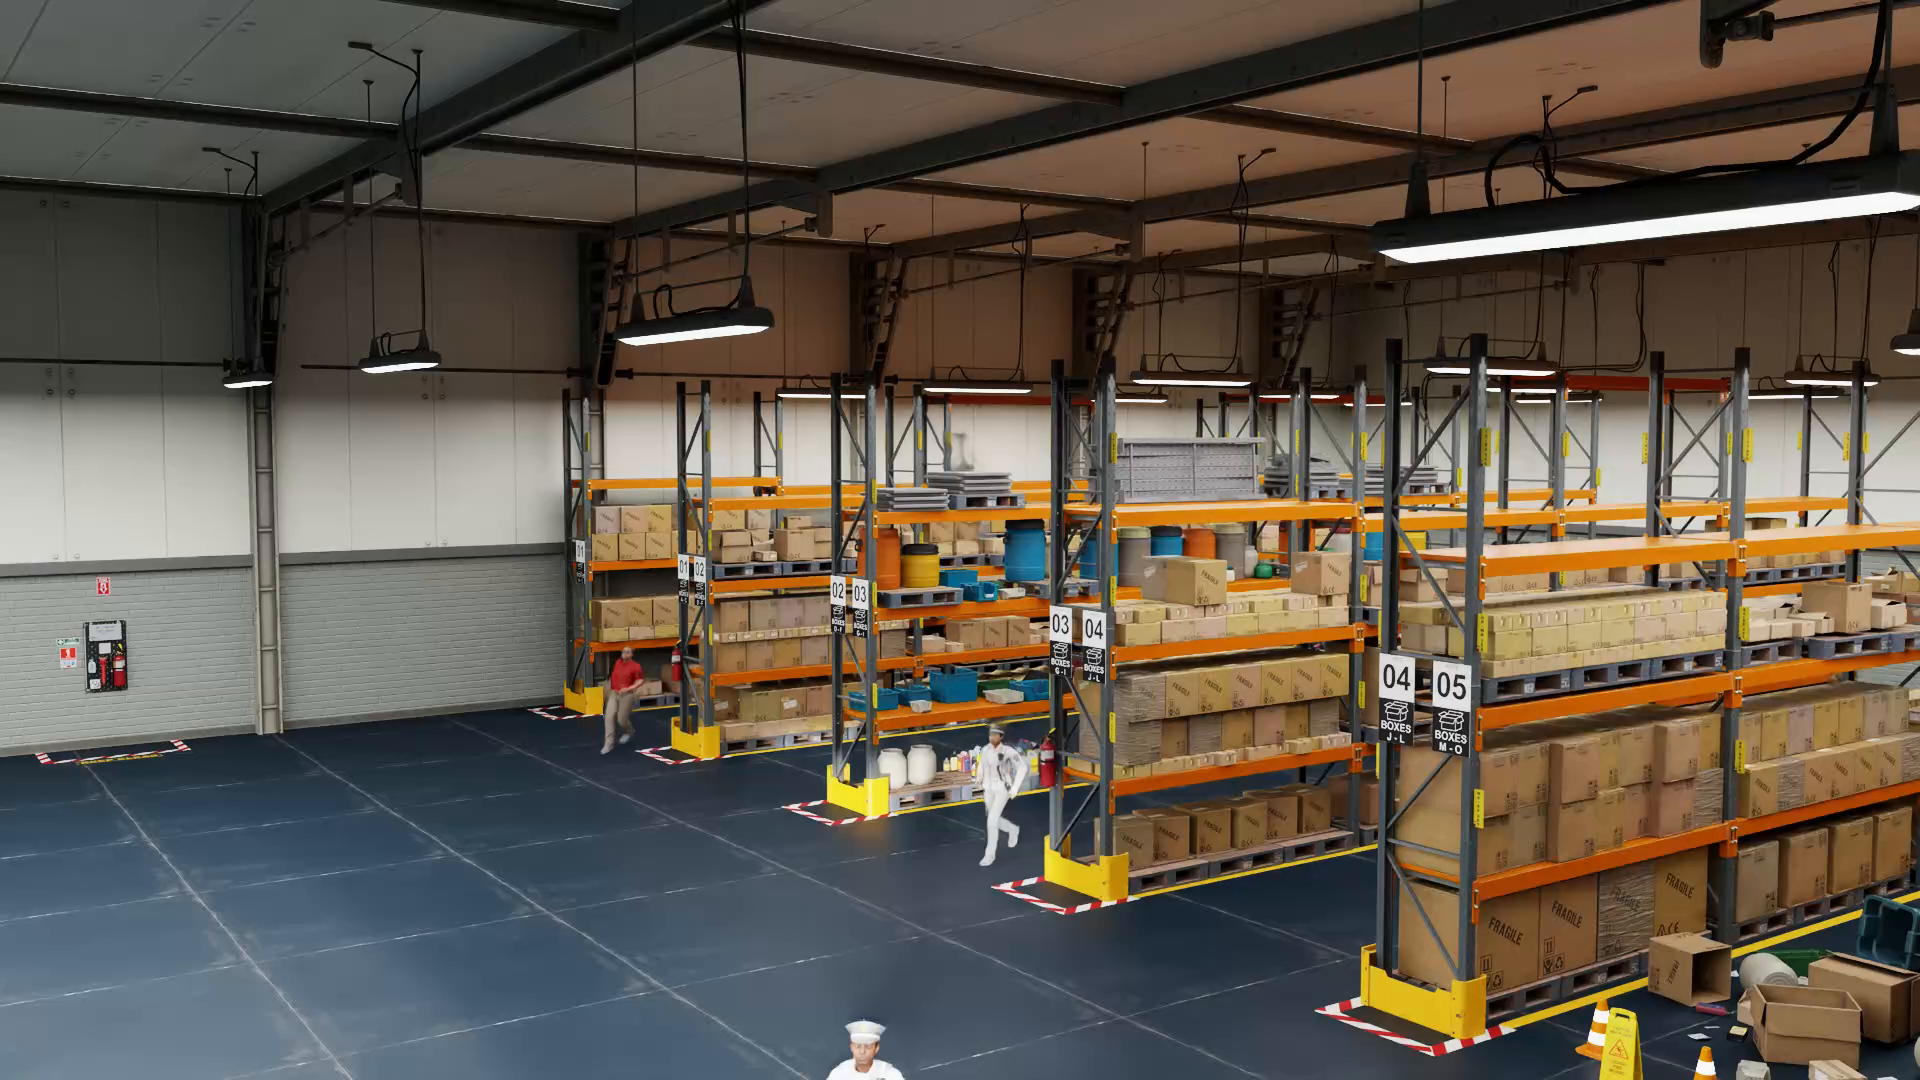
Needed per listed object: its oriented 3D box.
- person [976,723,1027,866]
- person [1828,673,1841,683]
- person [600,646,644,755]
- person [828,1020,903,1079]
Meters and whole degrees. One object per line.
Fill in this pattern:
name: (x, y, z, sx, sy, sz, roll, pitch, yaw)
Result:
person: (0.477, 3.049, 20.177, 0.657, 1.692, 0.797, 3, 5, 41)
person: (12.918, 2.772, 24.589, 0.692, 1.620, 0.576, -3, 5, -36)
person: (-5.486, 2.584, 27.076, 0.700, 1.717, 0.855, 1, 4, 18)
person: (-0.583, 3.689, 10.041, 0.578, 1.652, 0.644, 0, 4, 4)
